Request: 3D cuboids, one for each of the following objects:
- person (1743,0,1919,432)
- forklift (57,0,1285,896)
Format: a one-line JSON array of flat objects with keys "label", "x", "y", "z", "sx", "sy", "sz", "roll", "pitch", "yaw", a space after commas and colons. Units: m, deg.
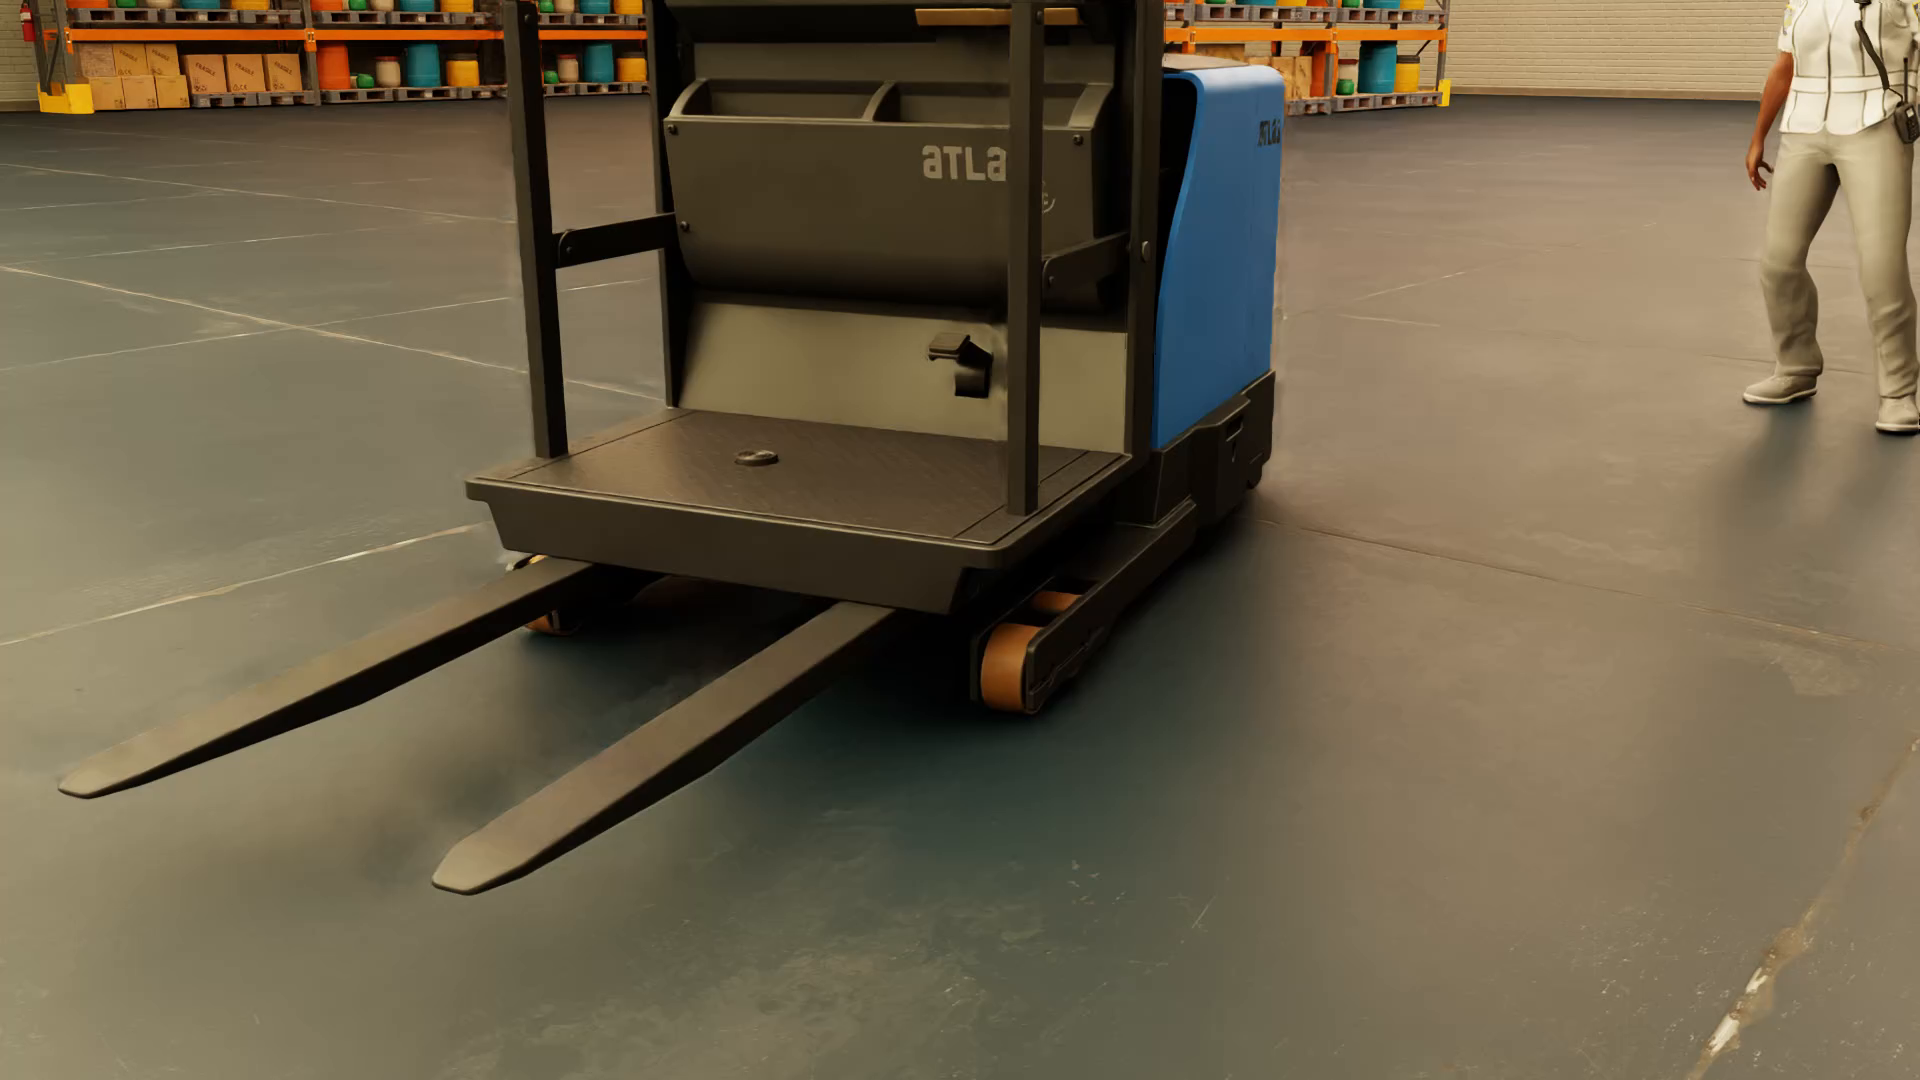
[{"label": "person", "x": 2.742, "y": -1.204, "z": 5.110, "sx": 0.384, "sy": 1.634, "sz": 0.754, "roll": -11, "pitch": 20, "yaw": -33}, {"label": "forklift", "x": -0.238, "y": -1.234, "z": 2.961, "sx": 1.130, "sy": 2.935, "sz": 3.031, "roll": 7, "pitch": 18, "yaw": 23}]
